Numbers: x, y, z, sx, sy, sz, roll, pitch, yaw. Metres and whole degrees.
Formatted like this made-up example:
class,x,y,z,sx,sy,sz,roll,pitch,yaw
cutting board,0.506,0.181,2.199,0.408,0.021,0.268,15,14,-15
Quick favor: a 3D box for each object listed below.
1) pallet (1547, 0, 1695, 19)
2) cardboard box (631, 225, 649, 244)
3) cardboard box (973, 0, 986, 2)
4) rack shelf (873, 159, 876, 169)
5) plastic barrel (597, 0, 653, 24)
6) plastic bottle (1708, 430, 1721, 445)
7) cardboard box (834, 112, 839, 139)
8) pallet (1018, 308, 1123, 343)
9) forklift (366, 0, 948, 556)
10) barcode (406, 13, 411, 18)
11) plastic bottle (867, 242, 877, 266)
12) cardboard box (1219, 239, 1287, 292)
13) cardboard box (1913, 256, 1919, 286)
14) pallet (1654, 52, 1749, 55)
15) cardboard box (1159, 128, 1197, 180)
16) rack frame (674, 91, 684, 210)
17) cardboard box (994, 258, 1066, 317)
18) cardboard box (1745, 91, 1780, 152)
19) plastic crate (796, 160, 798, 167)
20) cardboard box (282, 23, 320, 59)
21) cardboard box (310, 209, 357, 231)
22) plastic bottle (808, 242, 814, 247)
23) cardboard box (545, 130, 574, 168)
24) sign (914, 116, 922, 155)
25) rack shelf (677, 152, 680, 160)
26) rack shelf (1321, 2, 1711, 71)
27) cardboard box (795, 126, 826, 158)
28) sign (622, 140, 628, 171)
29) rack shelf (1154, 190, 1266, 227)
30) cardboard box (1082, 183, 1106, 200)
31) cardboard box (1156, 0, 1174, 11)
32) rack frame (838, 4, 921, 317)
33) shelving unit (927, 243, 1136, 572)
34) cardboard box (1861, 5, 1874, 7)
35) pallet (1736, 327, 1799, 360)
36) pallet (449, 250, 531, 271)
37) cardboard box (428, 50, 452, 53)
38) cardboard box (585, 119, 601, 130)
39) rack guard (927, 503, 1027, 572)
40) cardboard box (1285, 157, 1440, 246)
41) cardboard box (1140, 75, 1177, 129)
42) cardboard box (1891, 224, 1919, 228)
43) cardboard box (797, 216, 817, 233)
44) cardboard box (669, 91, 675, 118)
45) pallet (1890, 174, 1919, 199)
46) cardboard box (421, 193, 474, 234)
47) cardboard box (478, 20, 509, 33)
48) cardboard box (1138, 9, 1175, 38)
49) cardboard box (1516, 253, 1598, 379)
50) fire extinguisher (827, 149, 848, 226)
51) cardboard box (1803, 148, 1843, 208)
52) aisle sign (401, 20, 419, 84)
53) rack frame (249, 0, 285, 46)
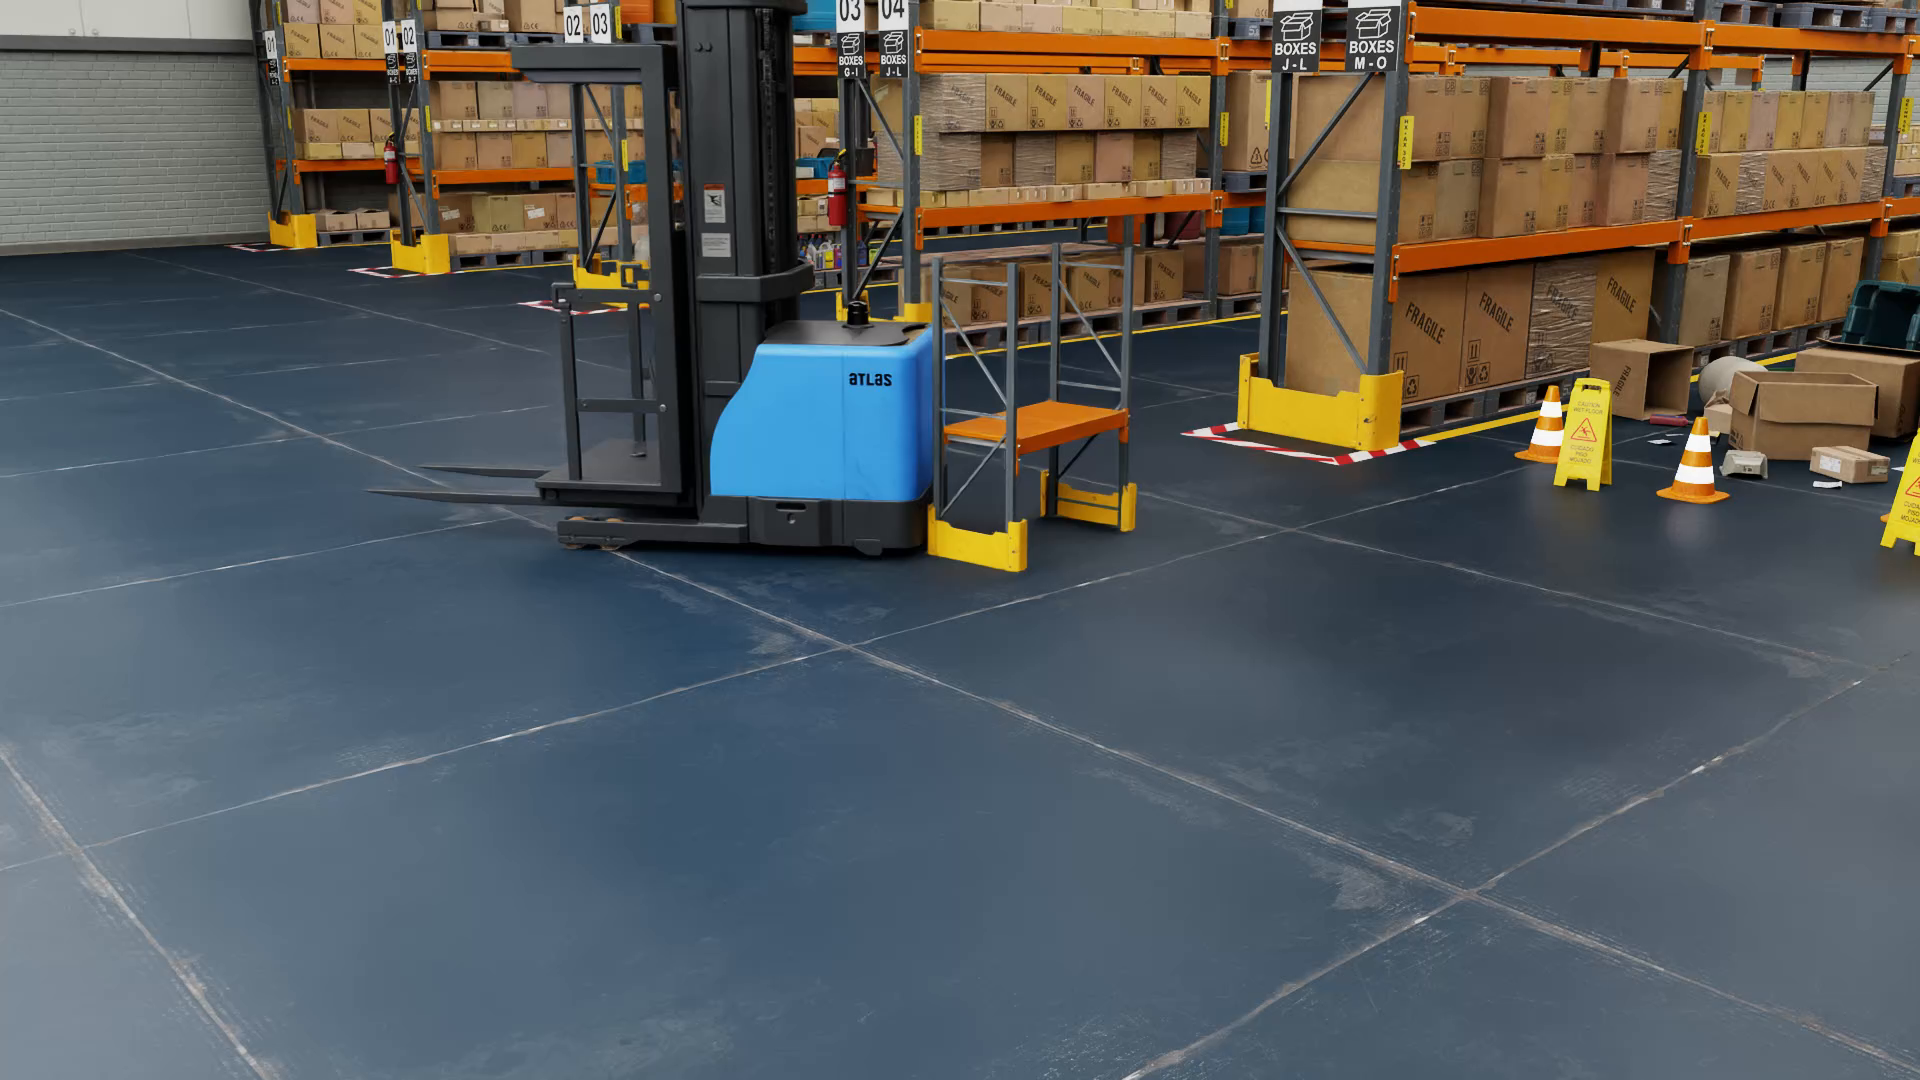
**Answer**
class,x,y,z,sx,sy,sz,roll,pitch,yaw
pallet,4.857,-4.118,12.715,1.213,0.211,1.003,-13,19,-39
cardboard box,-4.789,-4.431,24.041,0.500,0.250,0.500,-13,19,-39
cardboard box,0.012,-4.817,14.675,0.250,0.149,0.380,-13,20,-40
rack shelf,-2.690,-5.752,25.865,4.000,0.370,1.077,-13,19,-39
plastic barrel,-3.685,-6.085,18.258,0.708,0.830,0.600,-13,19,-39
plastic bottle,5.069,-0.700,11.251,0.133,0.061,0.283,8,17,28
cardboard box,-2.364,-7.982,32.012,0.500,0.500,0.500,-13,19,-39
pallet,0.897,-2.156,16.412,1.213,0.211,1.003,-13,19,-39
forklift,-1.629,-1.492,8.656,3.031,2.935,1.130,2,15,8
barcode,-7.306,-6.958,22.048,0.075,0.075,0.001,-13,19,-39
plastic bottle,-1.097,-3.550,20.639,0.133,0.283,0.061,-11,19,-37
cardboard box,3.150,-3.013,18.209,0.500,0.500,0.700,-13,20,-40
cardboard box,9.576,-2.677,16.991,0.500,0.500,0.500,-12,19,-39
pallet,10.801,-7.143,24.038,1.213,0.211,1.003,-13,19,-39
cardboard box,1.921,-3.959,16.990,0.500,0.500,0.875,-13,19,-39
rack frame,-4.199,-5.761,24.504,0.127,3.000,1.000,-13,19,-39
cardboard box,0.679,-2.462,16.184,0.500,0.500,0.500,-10,18,-34
cardboard box,6.620,-3.638,14.427,0.500,0.500,0.700,-12,19,-39
plastic crate,-2.160,-4.518,20.263,0.662,0.188,0.450,-13,19,-39
cardboard box,-10.055,-7.562,25.202,0.500,0.500,0.500,-12,19,-38
cardboard box,-9.890,-5.060,26.238,0.500,0.311,0.500,13,20,41
plastic bottle,-1.862,-3.586,20.797,0.097,0.271,0.097,0,15,0
cardboard box,-5.690,-5.471,23.224,0.500,0.500,0.700,-12,19,-38
sign,-0.360,-3.466,14.237,0.005,0.325,0.100,-13,19,-39
rack shelf,-5.945,-6.716,29.473,4.000,0.370,1.077,-13,19,-39
rack shelf,3.972,-3.611,12.039,4.000,0.370,1.077,-13,19,-39
cardboard box,-2.437,-6.199,25.951,0.500,0.500,0.500,-14,20,-42
sign,-3.610,-4.144,17.915,0.005,0.325,0.100,-13,19,-39
rack shelf,3.810,-3.823,18.642,4.000,0.370,1.077,-13,19,-39
cardboard box,1.191,-3.365,16.022,0.250,0.149,0.380,-13,19,-39
cardboard box,1.852,-5.203,16.120,0.250,0.149,0.380,-14,20,-42
rack frame,-0.717,-3.154,14.744,0.127,3.000,1.000,-13,19,-39
shelving unit,0.388,-0.721,8.542,0.587,1.500,1.083,11,19,37
cardboard box,8.762,-5.170,16.286,0.500,0.500,0.500,-13,19,-39
pallet,6.934,-1.855,15.284,1.213,0.211,1.003,-13,19,-39
pallet,-6.667,-3.874,22.842,1.213,0.211,1.003,-13,19,-39
cardboard box,-8.455,-7.913,26.518,0.500,0.500,0.500,-14,20,-41
cardboard box,-5.222,-5.820,23.274,0.250,0.149,0.380,-12,19,-38
rack guard,0.081,-0.016,8.325,0.587,0.250,0.087,11,19,37
cardboard box,2.713,-2.315,11.314,0.550,0.550,0.875,-13,19,-39
cardboard box,1.766,-4.292,16.297,0.500,0.500,0.500,-13,19,-39
cardboard box,9.942,-3.121,17.198,0.500,0.250,0.500,-12,19,-39
cardboard box,-2.572,-4.916,25.855,0.500,0.250,0.500,-12,19,-38
cardboard box,-4.530,-6.359,24.037,0.500,0.500,0.700,-13,19,-39
pallet,8.966,-3.575,16.693,1.003,0.211,1.213,-13,19,-39
cardboard box,-7.007,-4.468,22.728,0.500,0.500,0.500,-13,19,-39
cardboard box,-6.213,-6.846,22.157,0.250,0.149,0.380,-13,19,-39
cardboard box,1.728,-4.994,16.110,0.500,0.250,0.500,-12,19,-38
cardboard box,4.283,-1.779,12.900,0.875,0.875,0.875,-12,19,-39
fire extinguisher,-1.105,-3.187,15.018,0.183,0.674,0.296,-13,19,-39
cardboard box,7.580,-3.277,15.012,0.500,0.500,0.500,-13,20,-40
aisle sign,-7.065,-6.268,21.366,0.004,0.787,0.394,-13,19,-39
rack frame,-10.471,-8.945,24.801,0.127,3.000,1.000,-13,19,-39
